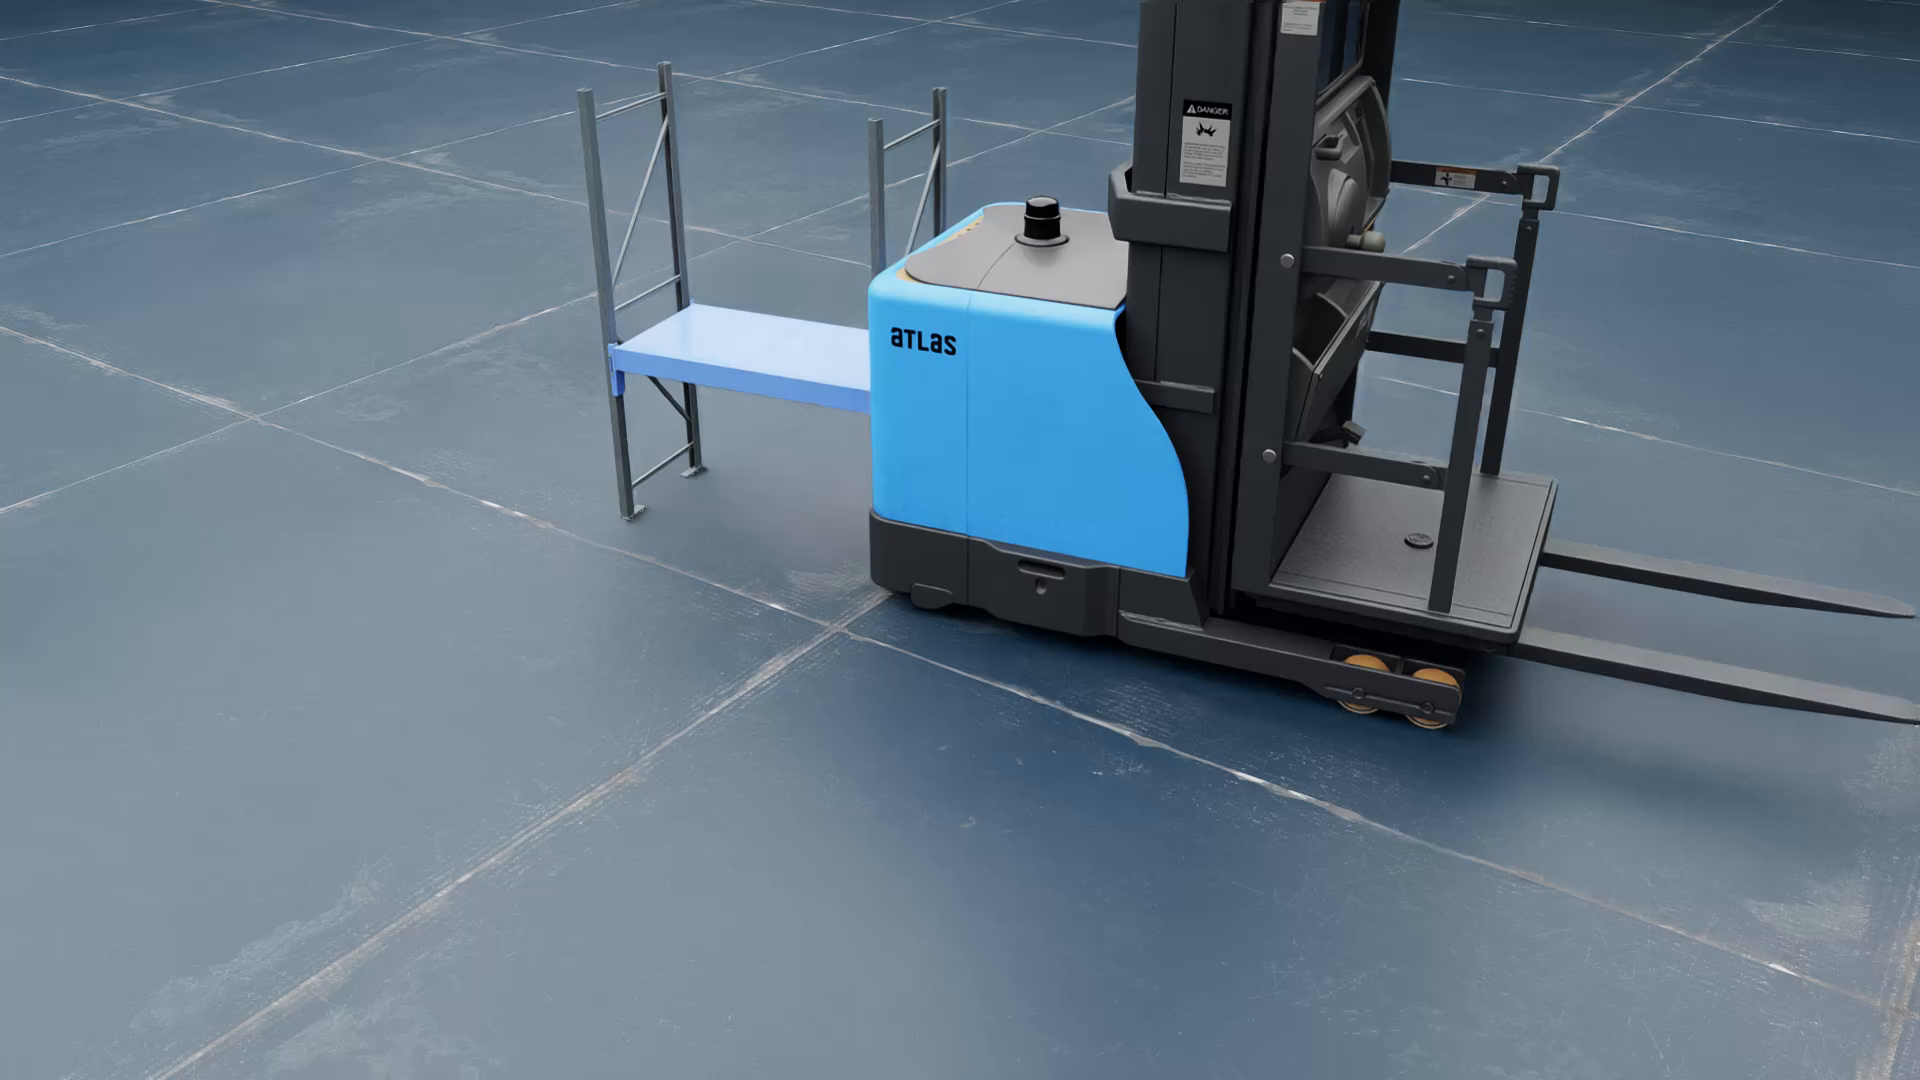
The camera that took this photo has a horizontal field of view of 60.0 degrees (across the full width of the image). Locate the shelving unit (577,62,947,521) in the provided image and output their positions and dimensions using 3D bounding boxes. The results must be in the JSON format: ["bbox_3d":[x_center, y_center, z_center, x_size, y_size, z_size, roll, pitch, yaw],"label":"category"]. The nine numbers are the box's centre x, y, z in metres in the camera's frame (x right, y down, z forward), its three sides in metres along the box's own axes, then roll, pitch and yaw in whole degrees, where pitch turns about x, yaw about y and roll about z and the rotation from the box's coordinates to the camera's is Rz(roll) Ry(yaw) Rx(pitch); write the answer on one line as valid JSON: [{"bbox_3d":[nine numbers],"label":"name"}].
[{"bbox_3d":[-0.622,-0.751,5.571,1.048,1.500,0.538,11,29,21],"label":"shelving unit"}]

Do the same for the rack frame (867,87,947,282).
[{"bbox_3d":[-0.157,-0.658,5.389,0.032,1.500,0.500,11,29,21],"label":"rack frame"}]

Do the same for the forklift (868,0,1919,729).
[{"bbox_3d":[1.275,-1.047,4.576,3.031,2.935,1.130,11,29,21],"label":"forklift"}]

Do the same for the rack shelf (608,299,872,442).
[{"bbox_3d":[-0.622,-0.590,5.653,1.000,0.185,0.538,11,29,21],"label":"rack shelf"}]

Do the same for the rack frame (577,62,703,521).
[{"bbox_3d":[-1.088,-0.843,5.753,0.032,1.500,0.500,11,29,21],"label":"rack frame"}]
